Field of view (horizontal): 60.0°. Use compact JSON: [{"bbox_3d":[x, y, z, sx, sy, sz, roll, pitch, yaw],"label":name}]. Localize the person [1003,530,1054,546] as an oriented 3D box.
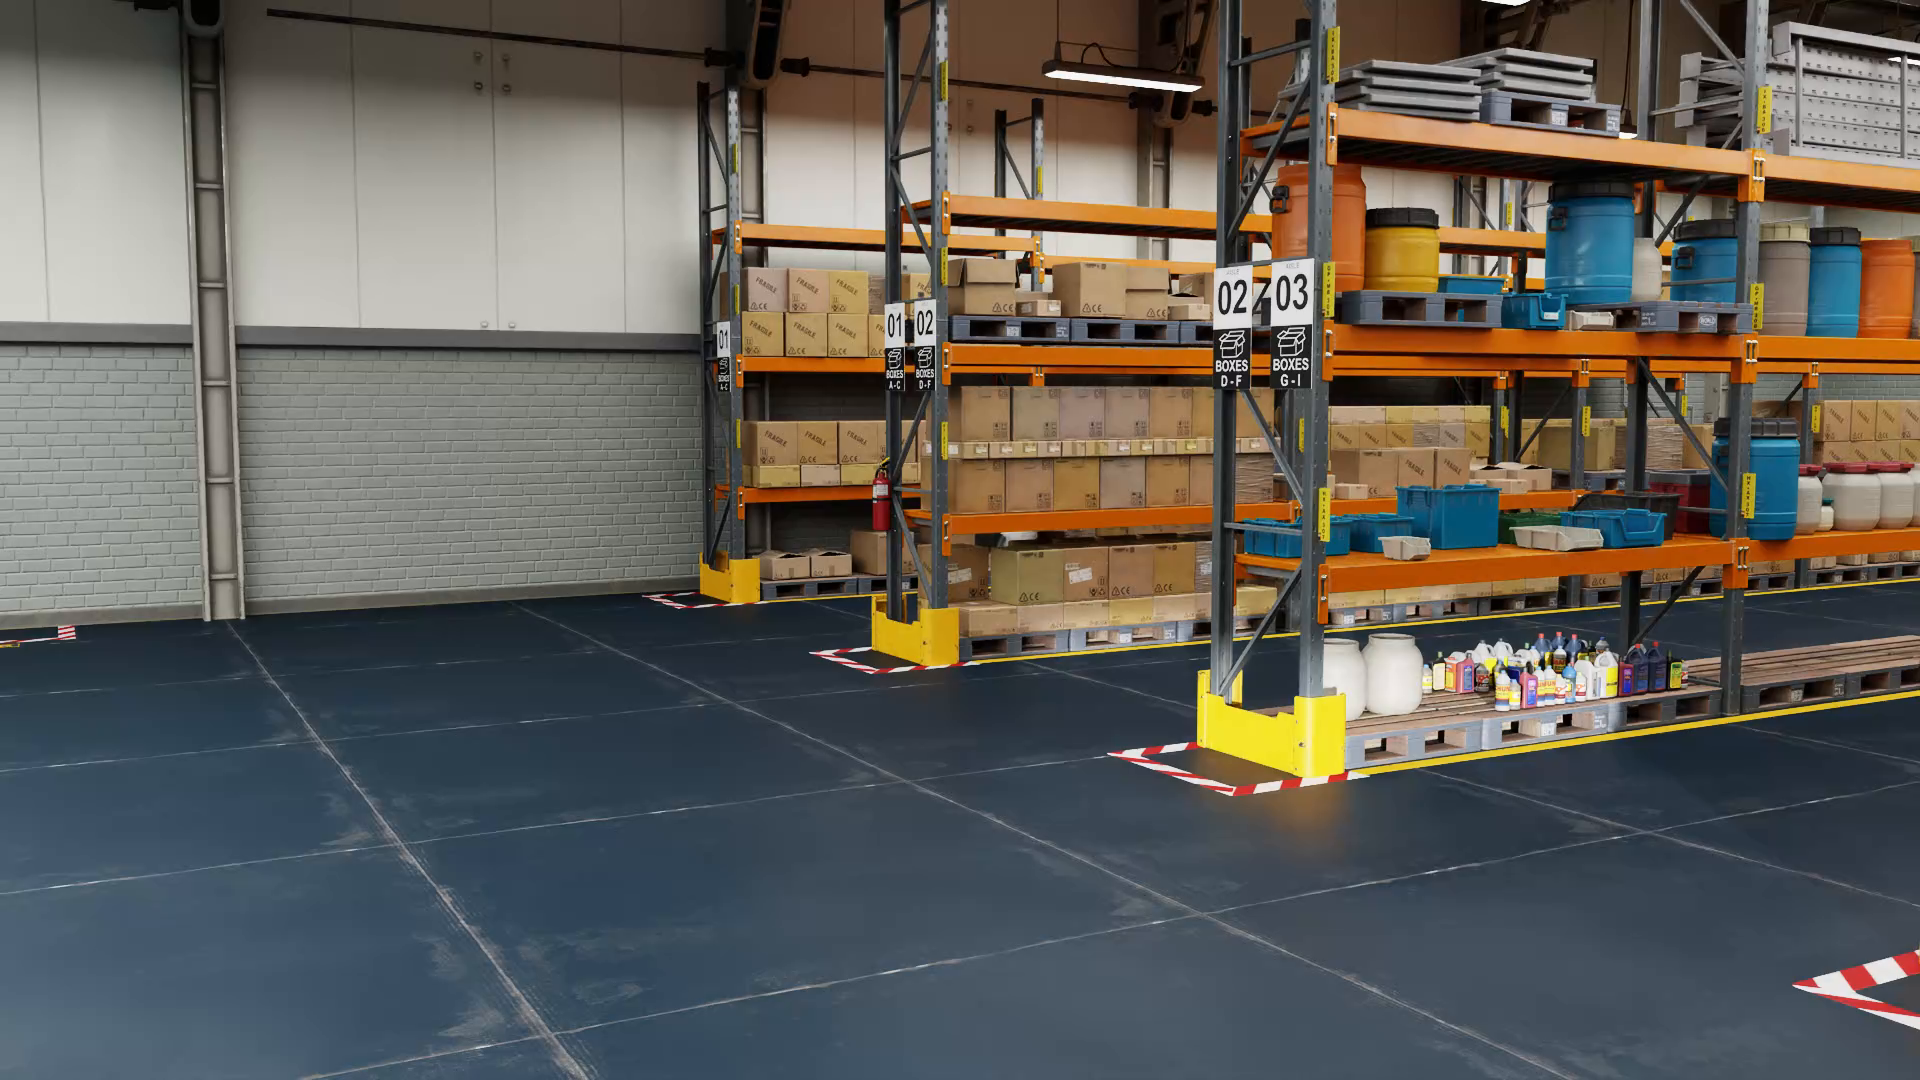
[{"bbox_3d":[0.753,-0.018,17.494,0.601,1.735,0.497,-3,6,-30],"label":"person"}]
